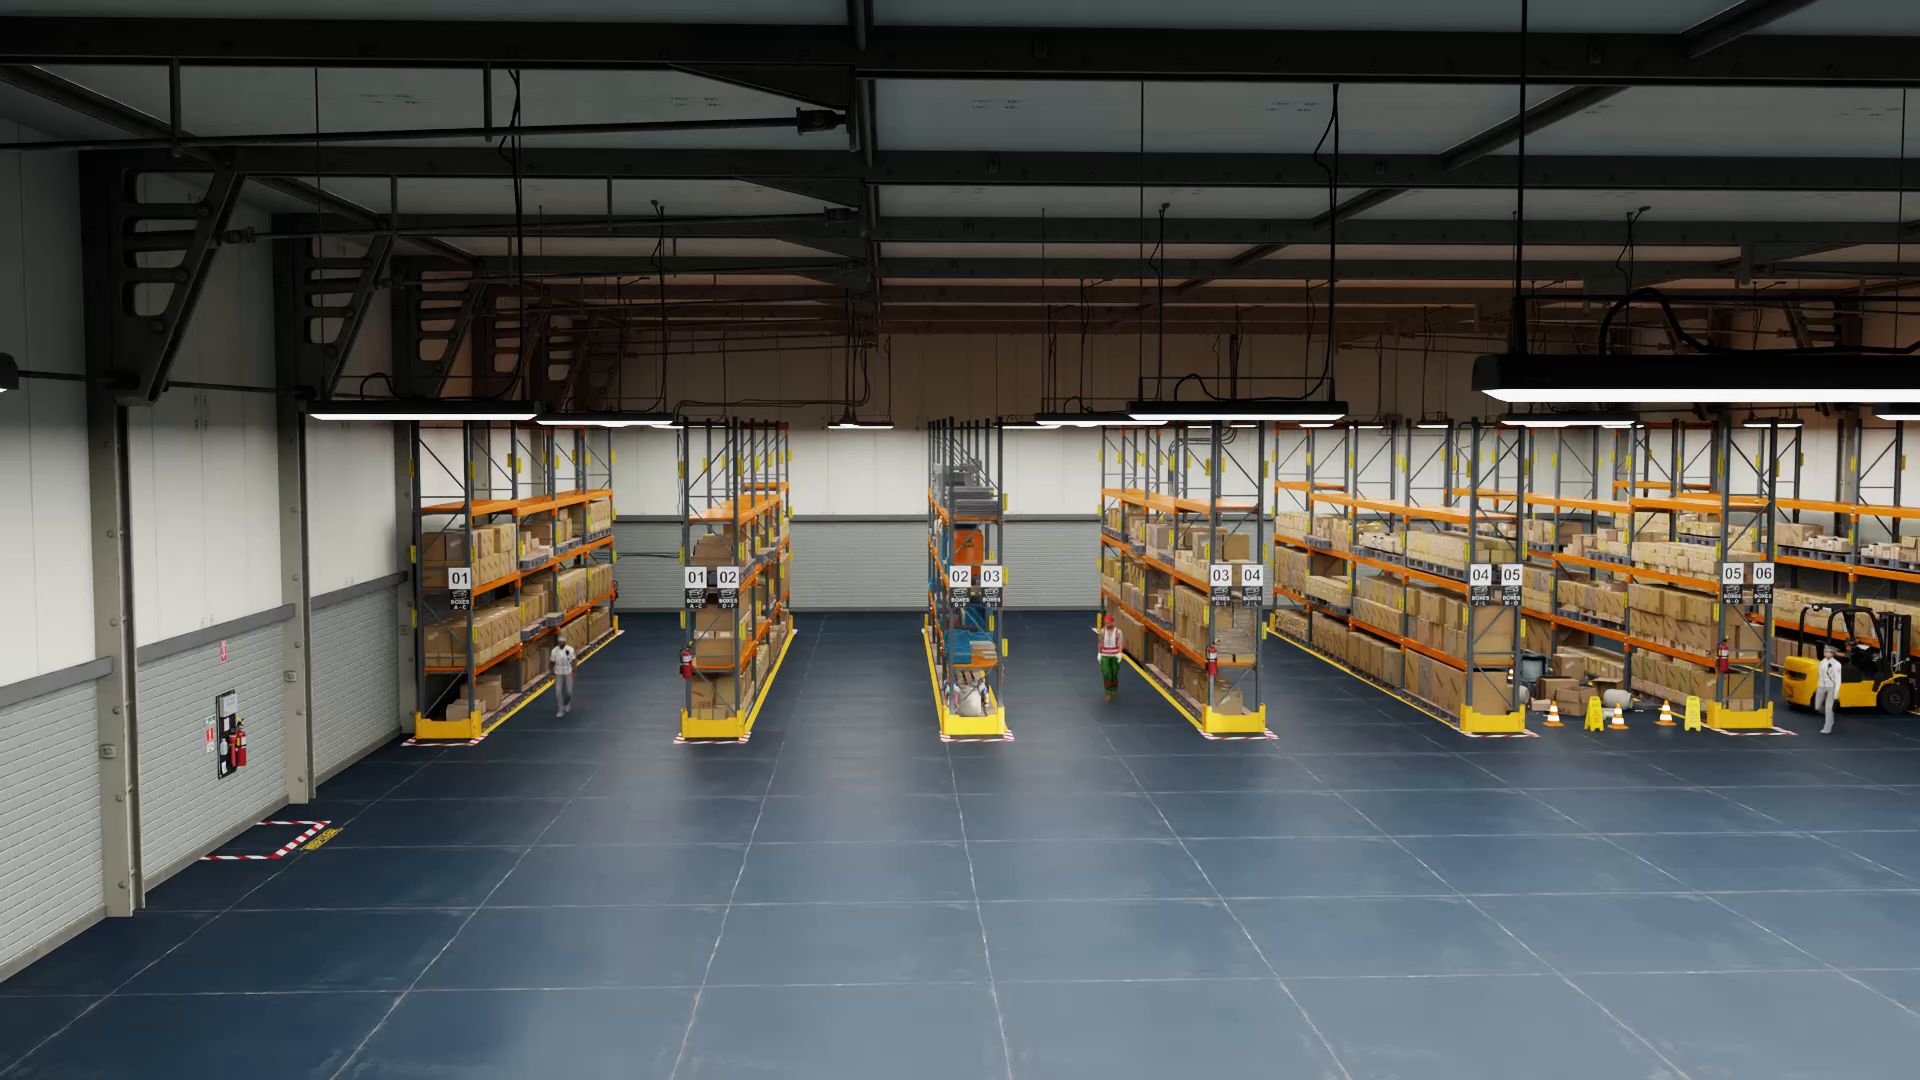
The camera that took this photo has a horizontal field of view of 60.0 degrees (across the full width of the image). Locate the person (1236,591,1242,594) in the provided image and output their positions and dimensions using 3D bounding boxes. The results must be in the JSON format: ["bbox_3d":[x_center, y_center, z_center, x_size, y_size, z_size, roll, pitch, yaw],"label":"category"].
[{"bbox_3d":[8.435,1.572,51.067,0.520,1.585,1.056,0,4,7],"label":"person"}]

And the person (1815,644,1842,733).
[{"bbox_3d":[16.519,2.806,31.578,0.627,1.668,0.440,-3,5,-35],"label":"person"}]

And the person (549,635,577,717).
[{"bbox_3d":[-8.017,2.717,33.608,0.540,1.656,0.517,-1,4,-8],"label":"person"}]

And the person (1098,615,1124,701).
[{"bbox_3d":[3.218,2.523,35.629,0.563,1.818,0.759,1,4,9],"label":"person"}]

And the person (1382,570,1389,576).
[{"bbox_3d":[13.015,1.557,50.506,0.730,1.703,0.544,0,4,-6],"label":"person"}]
